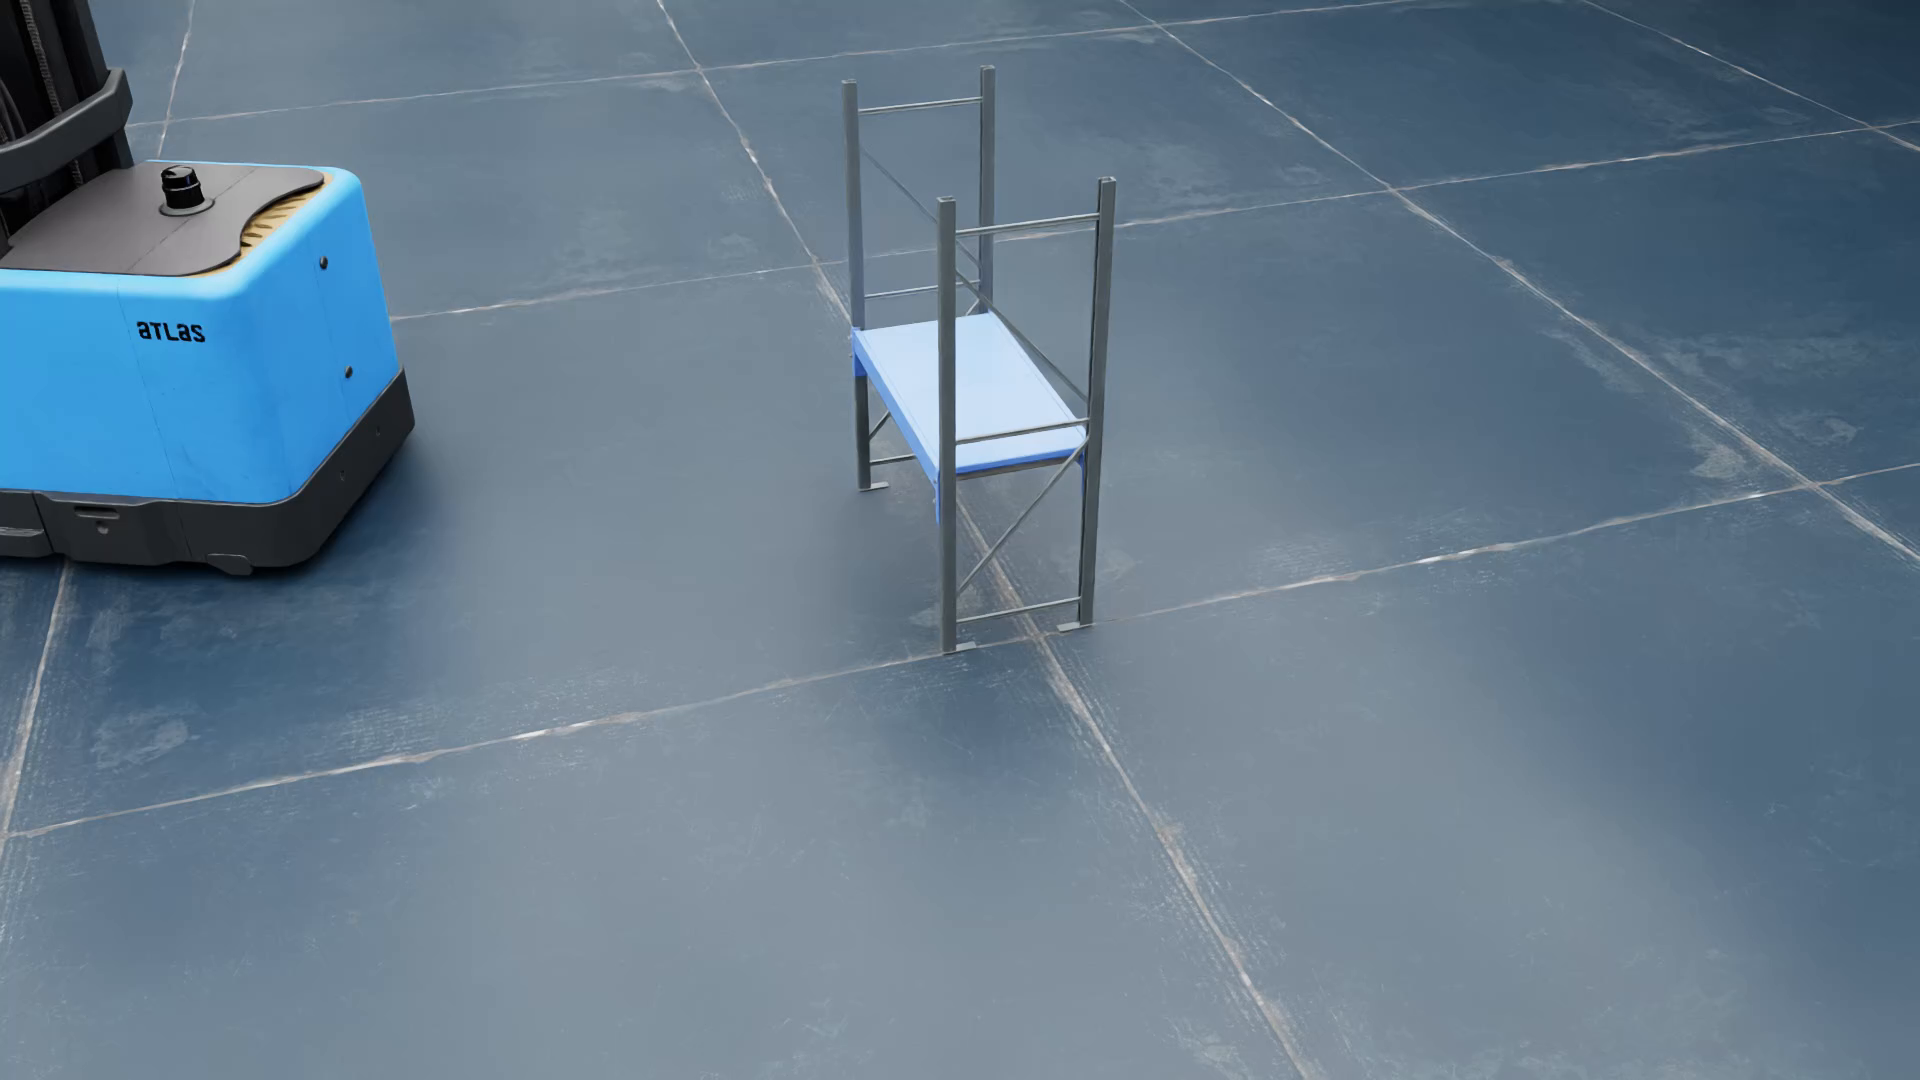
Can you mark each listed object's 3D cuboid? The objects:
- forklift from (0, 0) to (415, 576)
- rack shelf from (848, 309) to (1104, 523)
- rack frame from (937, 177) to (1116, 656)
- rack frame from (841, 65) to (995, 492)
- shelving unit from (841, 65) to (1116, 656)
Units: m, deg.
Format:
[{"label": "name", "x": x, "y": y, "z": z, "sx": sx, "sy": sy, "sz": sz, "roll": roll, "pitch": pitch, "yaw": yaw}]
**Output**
[{"label": "forklift", "x": -3.608, "y": -1.446, "z": 5.280, "sx": 3.031, "sy": 2.935, "sz": 1.130, "roll": 4, "pitch": 34, "yaw": 5}, {"label": "rack shelf", "x": 0.026, "y": -0.431, "z": 5.368, "sx": 0.538, "sy": 0.185, "sz": 1.000, "roll": -10, "pitch": 35, "yaw": -15}, {"label": "rack frame", "x": 0.181, "y": -0.314, "z": 4.865, "sx": 0.500, "sy": 1.500, "sz": 0.032, "roll": -10, "pitch": 35, "yaw": -15}, {"label": "rack frame", "x": -0.129, "y": -0.848, "z": 5.673, "sx": 0.500, "sy": 1.500, "sz": 0.032, "roll": -10, "pitch": 35, "yaw": -15}, {"label": "shelving unit", "x": 0.026, "y": -0.581, "z": 5.269, "sx": 0.538, "sy": 1.500, "sz": 1.048, "roll": -10, "pitch": 35, "yaw": -15}]
